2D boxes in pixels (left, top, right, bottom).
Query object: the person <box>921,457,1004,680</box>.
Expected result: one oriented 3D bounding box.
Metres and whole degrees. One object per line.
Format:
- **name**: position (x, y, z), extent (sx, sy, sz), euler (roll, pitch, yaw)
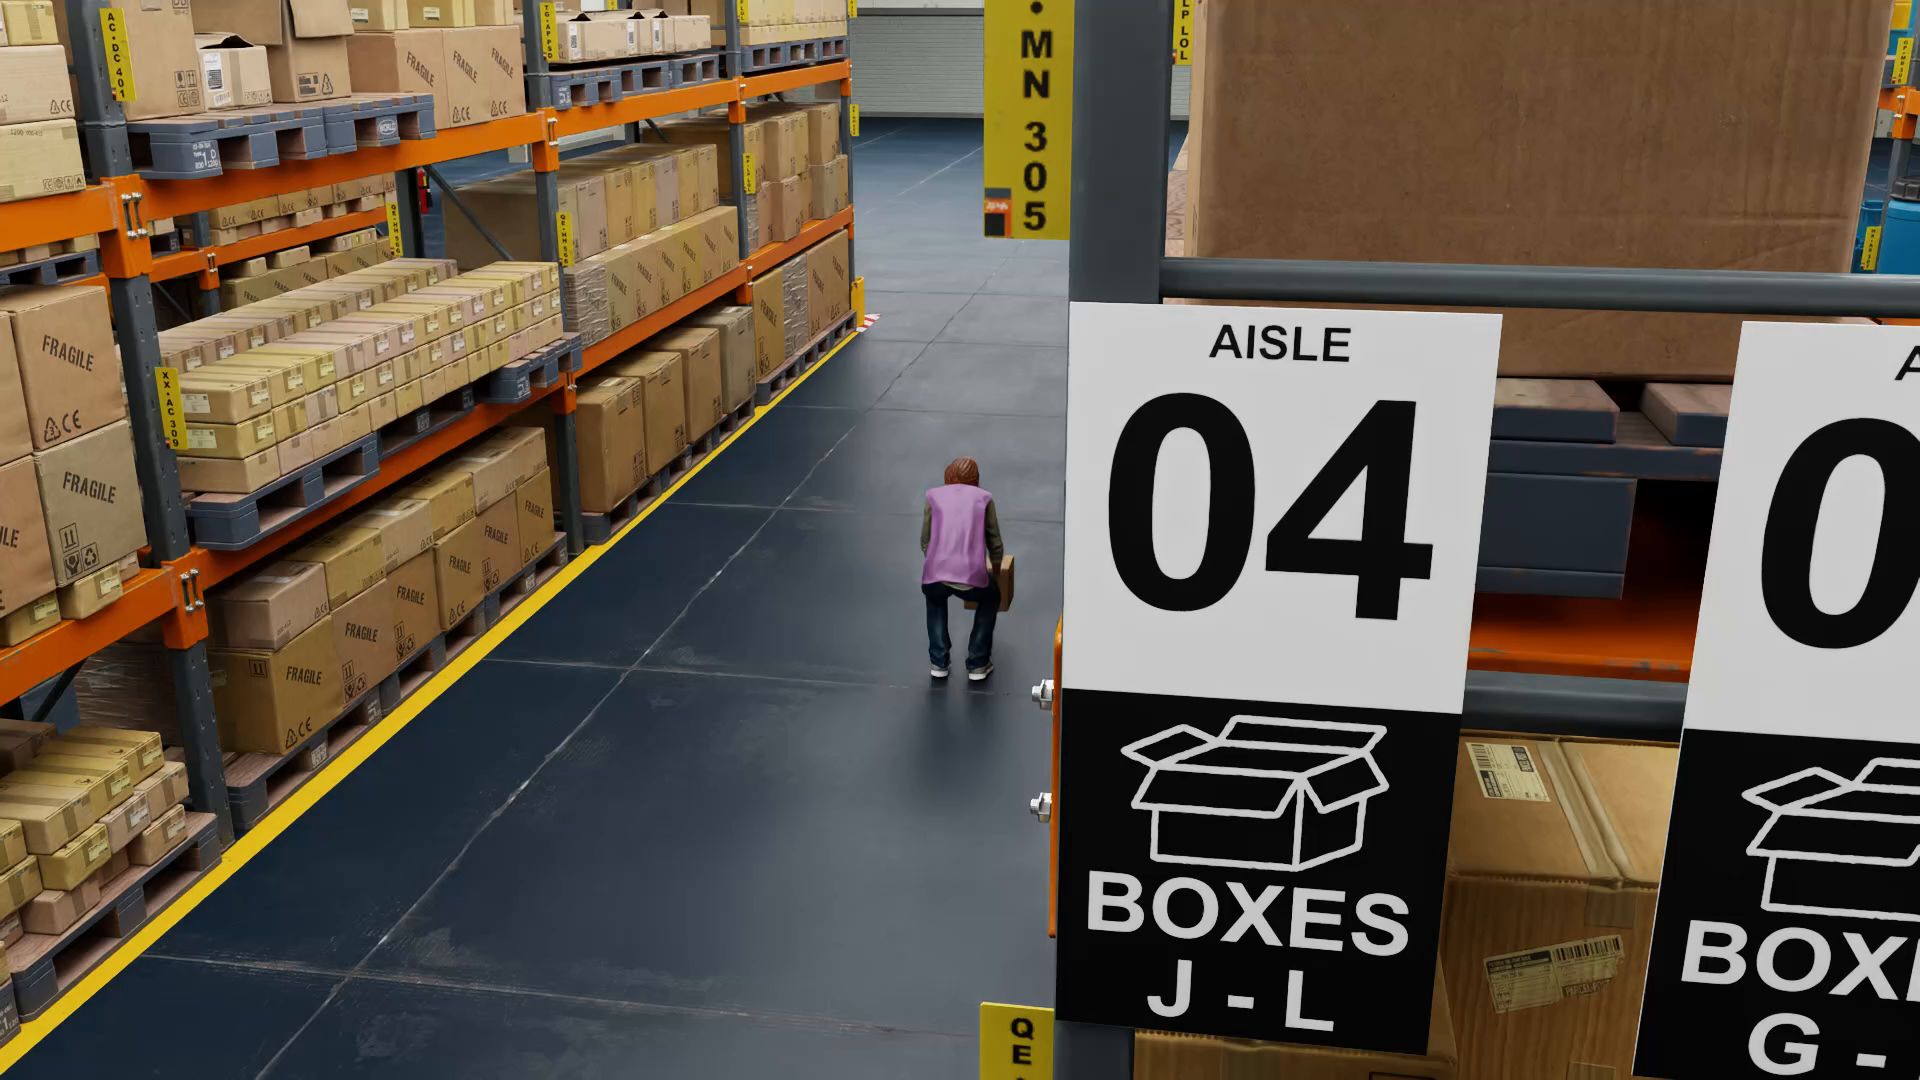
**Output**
- **person**: position (-0.017, 0.172, 8.855), extent (0.461, 1.096, 0.739), euler (3, 18, 10)
